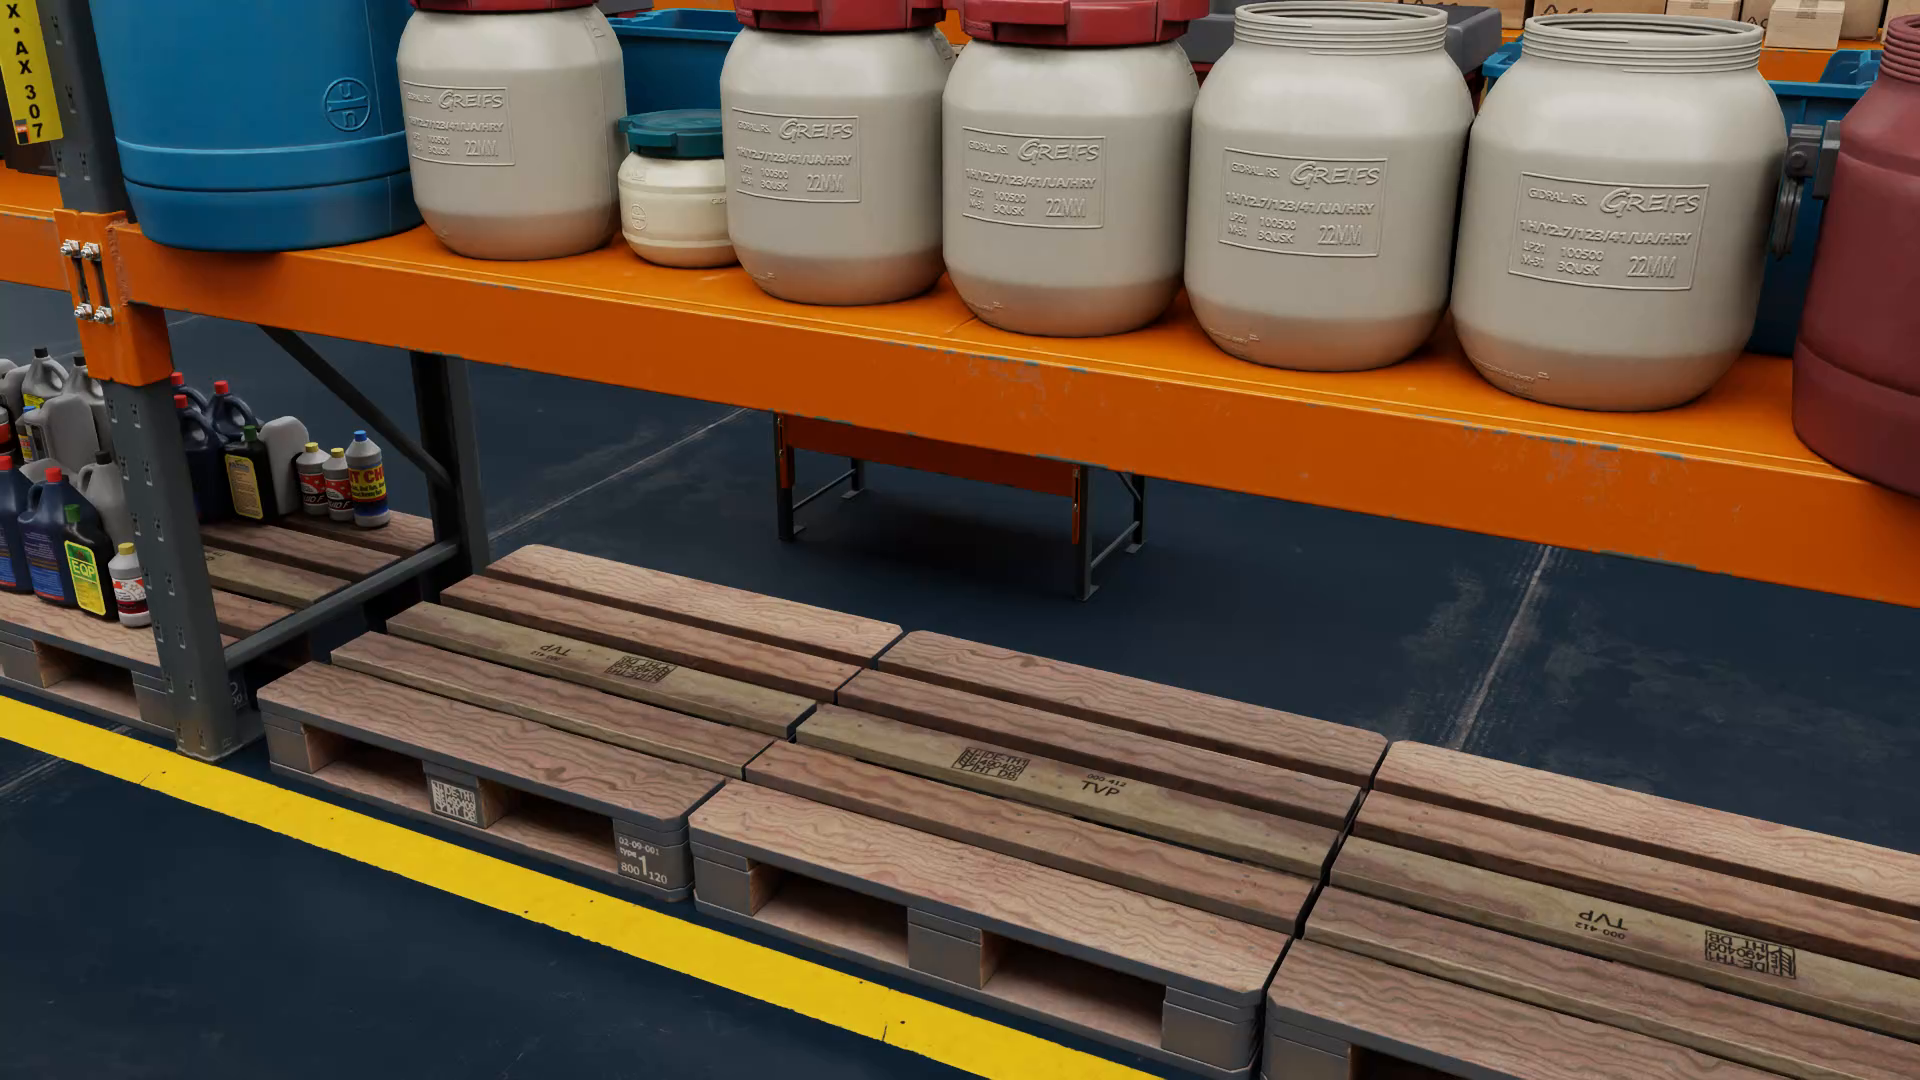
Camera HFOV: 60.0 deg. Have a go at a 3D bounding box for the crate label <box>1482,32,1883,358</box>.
[{"bbox_3d":[1.191,-0.604,2.793,0.616,0.435,0.502,11,25,25],"label":"crate label"}]

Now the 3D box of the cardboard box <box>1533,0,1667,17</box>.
[{"bbox_3d":[2.689,-2.384,6.895,0.500,0.500,0.500,10,25,22],"label":"cardboard box"}]

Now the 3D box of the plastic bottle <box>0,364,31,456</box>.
[{"bbox_3d":[-3.011,-0.430,5.346,0.135,0.276,0.152,10,25,23],"label":"plastic bottle"}]

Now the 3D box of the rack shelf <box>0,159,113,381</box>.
[{"bbox_3d":[-3.399,-1.046,4.797,4.000,0.370,1.077,11,25,25],"label":"rack shelf"}]

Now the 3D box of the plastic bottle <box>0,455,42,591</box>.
[{"bbox_3d":[-2.490,-0.055,4.368,0.185,0.351,0.144,10,25,22],"label":"plastic bottle"}]

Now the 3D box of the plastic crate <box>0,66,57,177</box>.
[{"bbox_3d":[-2.024,-1.133,4.160,0.504,0.338,0.767,11,25,25],"label":"plastic crate"}]

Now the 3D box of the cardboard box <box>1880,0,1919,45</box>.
[{"bbox_3d":[3.889,-2.086,6.436,0.500,0.311,0.500,13,26,28],"label":"cardboard box"}]

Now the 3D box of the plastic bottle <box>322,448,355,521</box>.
[{"bbox_3d":[-1.791,-0.166,4.822,0.097,0.201,0.097,0,23,0],"label":"plastic bottle"}]

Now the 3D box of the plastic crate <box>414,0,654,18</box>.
[{"bbox_3d":[-1.044,-1.075,3.863,0.583,0.464,0.402,11,25,25],"label":"plastic crate"}]

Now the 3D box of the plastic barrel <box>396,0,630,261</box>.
[{"bbox_3d":[-0.859,-0.841,3.222,0.433,0.535,0.433,0,23,0],"label":"plastic barrel"}]

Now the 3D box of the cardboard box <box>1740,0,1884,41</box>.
[{"bbox_3d":[3.483,-2.232,6.779,0.500,0.311,0.500,11,25,24],"label":"cardboard box"}]

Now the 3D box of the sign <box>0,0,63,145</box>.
[{"bbox_3d":[-1.872,-0.961,3.324,0.005,0.325,0.100,11,25,25],"label":"sign"}]

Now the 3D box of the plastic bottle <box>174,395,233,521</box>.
[{"bbox_3d":[-2.212,-0.245,4.816,0.185,0.351,0.144,11,25,25],"label":"plastic bottle"}]

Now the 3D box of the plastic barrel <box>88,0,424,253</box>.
[{"bbox_3d":[-1.406,-1.081,3.318,0.708,0.901,0.600,11,25,25],"label":"plastic barrel"}]

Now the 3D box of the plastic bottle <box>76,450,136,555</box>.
[{"bbox_3d":[-2.254,-0.071,4.407,0.185,0.351,0.144,11,25,25],"label":"plastic bottle"}]

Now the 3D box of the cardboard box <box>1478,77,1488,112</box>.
[{"bbox_3d":[4.004,-3.339,11.900,0.500,0.500,0.700,11,25,24],"label":"cardboard box"}]

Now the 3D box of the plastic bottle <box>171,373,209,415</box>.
[{"bbox_3d":[-2.316,-0.329,5.012,0.185,0.351,0.144,10,25,22],"label":"plastic bottle"}]

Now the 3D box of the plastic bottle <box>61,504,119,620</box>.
[{"bbox_3d":[-2.192,0.054,4.200,0.133,0.283,0.061,13,26,27],"label":"plastic bottle"}]

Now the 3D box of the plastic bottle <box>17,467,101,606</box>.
[{"bbox_3d":[-2.319,-0.021,4.289,0.185,0.351,0.144,10,25,23],"label":"plastic bottle"}]

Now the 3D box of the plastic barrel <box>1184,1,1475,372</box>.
[{"bbox_3d":[0.565,-0.551,2.570,0.421,0.512,0.421,0,23,0],"label":"plastic barrel"}]

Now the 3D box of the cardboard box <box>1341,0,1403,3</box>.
[{"bbox_3d":[1.772,-2.565,7.321,0.500,0.500,0.500,13,26,28],"label":"cardboard box"}]

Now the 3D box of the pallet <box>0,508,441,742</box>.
[{"bbox_3d":[-2.195,0.126,4.684,1.213,0.211,1.003,11,25,25],"label":"pallet"}]

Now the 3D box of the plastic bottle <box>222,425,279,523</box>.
[{"bbox_3d":[-2.049,-0.196,4.788,0.133,0.283,0.061,11,25,25],"label":"plastic bottle"}]

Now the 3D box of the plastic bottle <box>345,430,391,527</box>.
[{"bbox_3d":[-1.701,-0.181,4.766,0.097,0.271,0.097,0,23,0],"label":"plastic bottle"}]

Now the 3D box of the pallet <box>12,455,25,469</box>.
[{"bbox_3d":[-3.287,-0.089,5.190,1.213,0.211,1.003,11,25,25],"label":"pallet"}]

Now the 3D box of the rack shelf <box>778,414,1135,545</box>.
[{"bbox_3d":[0.006,-0.291,5.123,1.000,0.278,0.538,11,25,25],"label":"rack shelf"}]

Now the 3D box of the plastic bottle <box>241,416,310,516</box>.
[{"bbox_3d":[-2.002,-0.230,4.877,0.135,0.276,0.152,12,26,26],"label":"plastic bottle"}]

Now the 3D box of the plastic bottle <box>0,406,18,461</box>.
[{"bbox_3d":[-3.050,-0.349,5.251,0.097,0.201,0.097,0,23,0],"label":"plastic bottle"}]

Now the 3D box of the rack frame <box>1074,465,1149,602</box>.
[{"bbox_3d":[0.460,-0.427,4.816,0.032,1.125,0.500,11,25,25],"label":"rack frame"}]

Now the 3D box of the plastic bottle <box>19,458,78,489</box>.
[{"bbox_3d":[-2.446,-0.076,4.515,0.135,0.276,0.152,11,25,25],"label":"plastic bottle"}]

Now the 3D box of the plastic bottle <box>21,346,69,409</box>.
[{"bbox_3d":[-2.861,-0.436,5.266,0.185,0.351,0.144,12,26,27],"label":"plastic bottle"}]

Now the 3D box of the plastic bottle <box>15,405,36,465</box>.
[{"bbox_3d":[-2.876,-0.318,5.178,0.097,0.201,0.097,0,23,0],"label":"plastic bottle"}]

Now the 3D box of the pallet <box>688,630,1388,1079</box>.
[{"bbox_3d":[0.197,0.599,3.572,1.213,0.211,1.003,11,25,25],"label":"pallet"}]

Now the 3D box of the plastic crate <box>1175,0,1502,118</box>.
[{"bbox_3d":[0.652,-0.740,3.075,0.583,0.464,0.402,11,25,25],"label":"plastic crate"}]

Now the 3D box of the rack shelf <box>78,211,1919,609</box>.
[{"bbox_3d":[0.171,-0.340,3.136,4.000,0.370,1.077,11,25,25],"label":"rack shelf"}]

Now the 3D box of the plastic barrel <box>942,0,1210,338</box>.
[{"bbox_3d":[0.182,-0.635,2.737,0.433,0.535,0.433,0,23,0],"label":"plastic barrel"}]

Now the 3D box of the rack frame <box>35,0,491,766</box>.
[{"bbox_3d":[-1.614,-1.024,3.826,0.127,3.000,1.000,11,25,25],"label":"rack frame"}]

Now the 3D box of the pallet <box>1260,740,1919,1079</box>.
[{"bbox_3d":[1.282,0.815,3.064,1.213,0.211,1.003,11,25,25],"label":"pallet"}]

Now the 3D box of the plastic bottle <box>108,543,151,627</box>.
[{"bbox_3d":[-2.078,0.106,4.182,0.097,0.201,0.097,0,23,0],"label":"plastic bottle"}]

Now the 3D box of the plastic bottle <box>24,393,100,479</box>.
[{"bbox_3d":[-2.739,-0.313,5.071,0.135,0.276,0.152,11,25,25],"label":"plastic bottle"}]

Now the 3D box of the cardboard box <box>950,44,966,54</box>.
[{"bbox_3d":[-0.137,-4.002,13.702,0.500,0.311,0.500,8,24,19],"label":"cardboard box"}]

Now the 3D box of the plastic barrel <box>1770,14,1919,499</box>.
[{"bbox_3d":[1.405,-0.357,2.082,0.708,0.536,0.600,11,25,25],"label":"plastic barrel"}]

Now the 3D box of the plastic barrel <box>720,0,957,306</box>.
[{"bbox_3d":[-0.204,-0.712,2.917,0.433,0.535,0.433,0,23,0],"label":"plastic barrel"}]

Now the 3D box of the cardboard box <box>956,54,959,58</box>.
[{"bbox_3d":[-0.098,-2.303,8.852,0.500,0.500,0.500,11,25,25],"label":"cardboard box"}]

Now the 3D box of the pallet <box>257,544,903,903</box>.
[{"bbox_3d":[-0.896,0.384,4.077,1.213,0.211,1.003,11,25,25],"label":"pallet"}]

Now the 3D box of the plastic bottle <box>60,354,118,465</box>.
[{"bbox_3d":[-2.695,-0.404,5.189,0.185,0.351,0.144,11,25,24],"label":"plastic bottle"}]

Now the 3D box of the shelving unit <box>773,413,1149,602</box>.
[{"bbox_3d":[0.006,-0.516,5.027,1.048,1.125,0.538,11,25,25],"label":"shelving unit"}]

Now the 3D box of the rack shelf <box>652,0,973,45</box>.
[{"bbox_3d":[-1.161,-2.776,8.863,4.000,0.370,1.077,11,25,25],"label":"rack shelf"}]

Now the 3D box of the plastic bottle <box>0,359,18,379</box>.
[{"bbox_3d":[-3.134,-0.454,5.404,0.135,0.276,0.152,11,26,25],"label":"plastic bottle"}]

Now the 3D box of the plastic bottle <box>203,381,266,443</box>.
[{"bbox_3d":[-2.147,-0.295,4.934,0.185,0.351,0.144,12,26,26],"label":"plastic bottle"}]

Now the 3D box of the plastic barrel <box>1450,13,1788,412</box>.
[{"bbox_3d":[0.941,-0.476,2.395,0.421,0.512,0.421,0,23,0],"label":"plastic barrel"}]

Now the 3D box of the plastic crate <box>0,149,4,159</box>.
[{"bbox_3d":[-2.724,-1.056,4.091,0.616,0.251,0.499,11,25,25],"label":"plastic crate"}]

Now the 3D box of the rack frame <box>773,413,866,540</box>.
[{"bbox_3d":[-0.448,-0.606,5.238,0.032,1.125,0.500,11,25,25],"label":"rack frame"}]

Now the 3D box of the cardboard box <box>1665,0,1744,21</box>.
[{"bbox_3d":[3.030,-2.137,6.764,0.250,0.149,0.380,13,26,28],"label":"cardboard box"}]

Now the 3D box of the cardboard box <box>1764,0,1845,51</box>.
[{"bbox_3d":[3.267,-1.994,6.427,0.250,0.149,0.380,11,25,25],"label":"cardboard box"}]

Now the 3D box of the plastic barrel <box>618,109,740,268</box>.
[{"bbox_3d":[-0.502,-0.673,3.177,0.301,0.262,0.301,0,23,0],"label":"plastic barrel"}]

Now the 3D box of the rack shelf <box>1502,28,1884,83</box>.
[{"bbox_3d":[2.409,-2.069,7.202,4.000,0.370,1.077,11,25,25],"label":"rack shelf"}]

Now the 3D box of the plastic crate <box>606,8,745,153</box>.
[{"bbox_3d":[-0.489,-0.931,3.626,0.575,0.384,0.392,11,25,25],"label":"plastic crate"}]

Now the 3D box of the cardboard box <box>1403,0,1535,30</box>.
[{"bbox_3d":[2.219,-2.477,7.113,0.500,0.500,0.500,11,25,25],"label":"cardboard box"}]

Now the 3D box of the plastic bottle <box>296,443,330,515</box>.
[{"bbox_3d":[-1.882,-0.184,4.864,0.097,0.201,0.097,0,23,0],"label":"plastic bottle"}]
